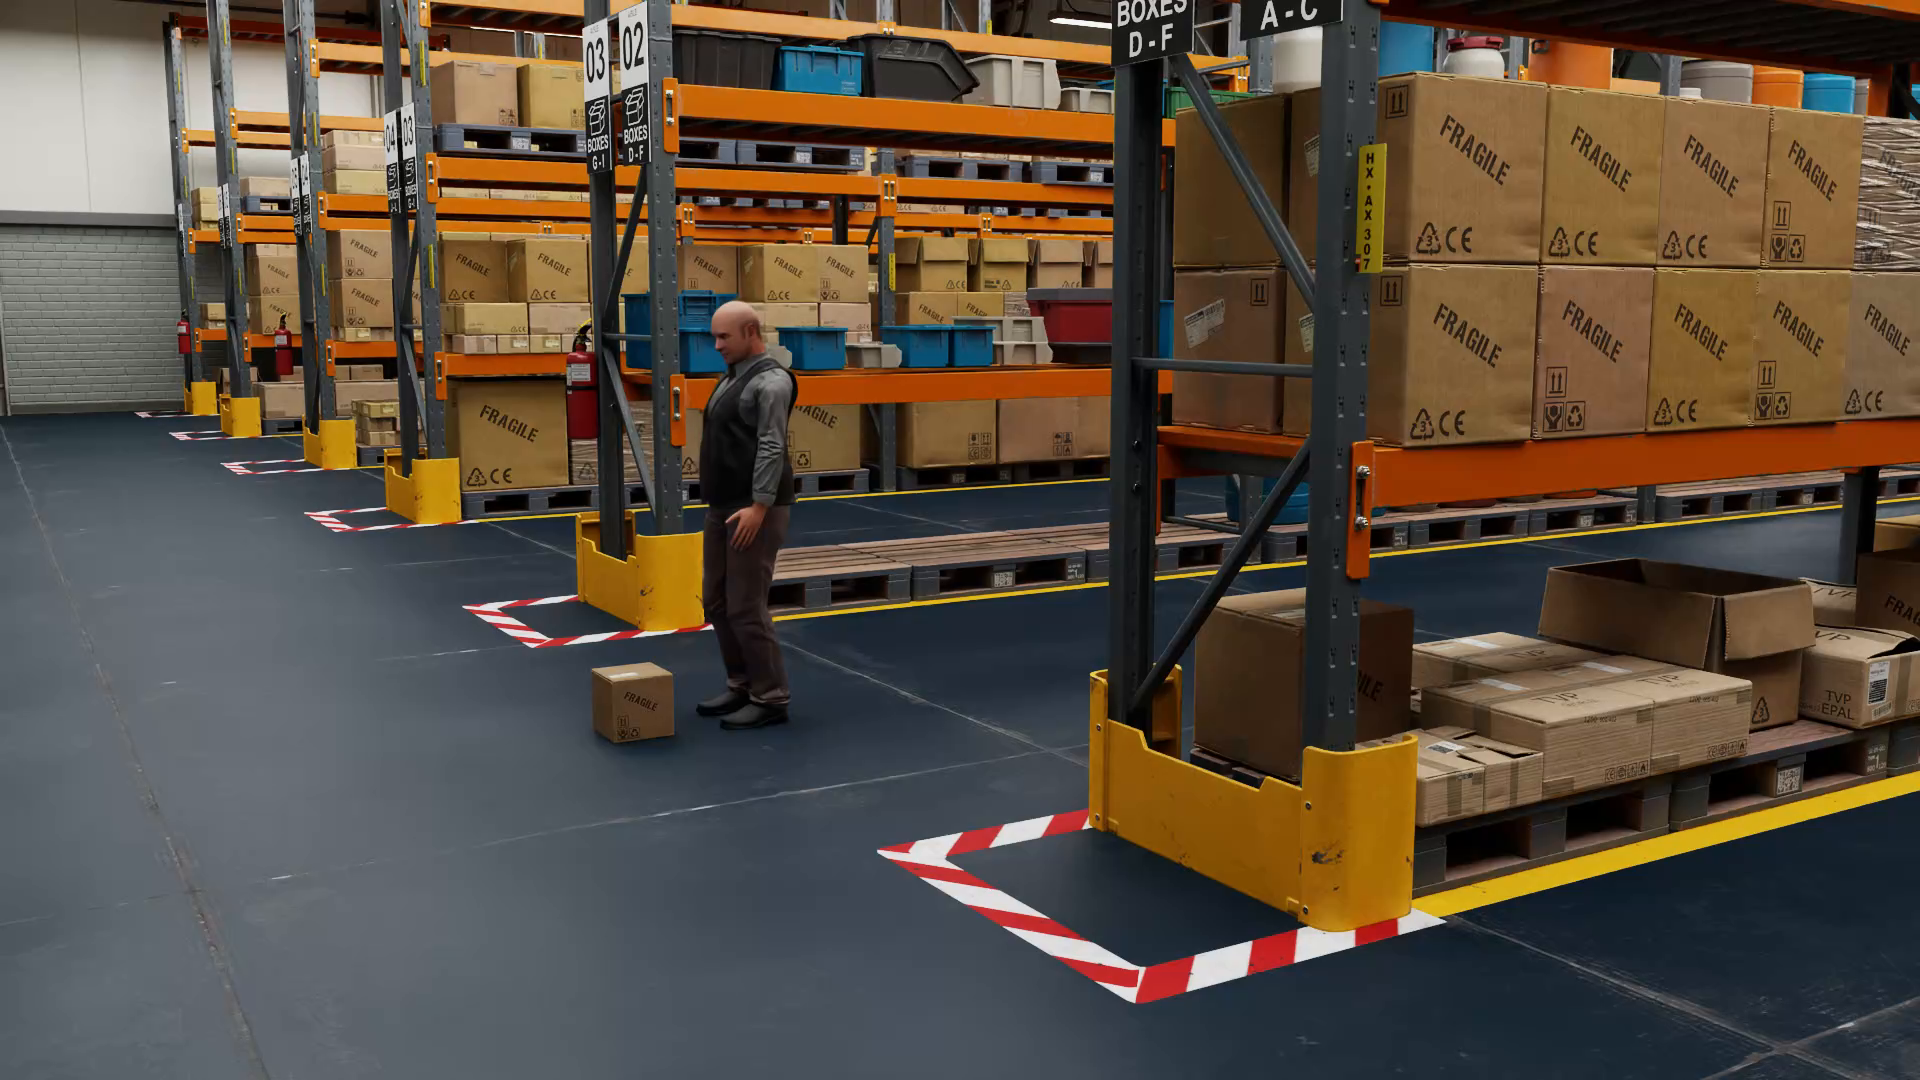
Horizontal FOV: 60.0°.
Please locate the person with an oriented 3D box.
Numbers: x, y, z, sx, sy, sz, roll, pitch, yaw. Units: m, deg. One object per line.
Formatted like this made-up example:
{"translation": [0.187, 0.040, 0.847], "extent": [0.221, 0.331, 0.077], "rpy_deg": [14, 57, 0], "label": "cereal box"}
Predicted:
{"translation": [-0.863, -0.105, 6.738], "extent": [0.361, 1.713, 0.538], "rpy_deg": [-5, 9, -30], "label": "person"}
